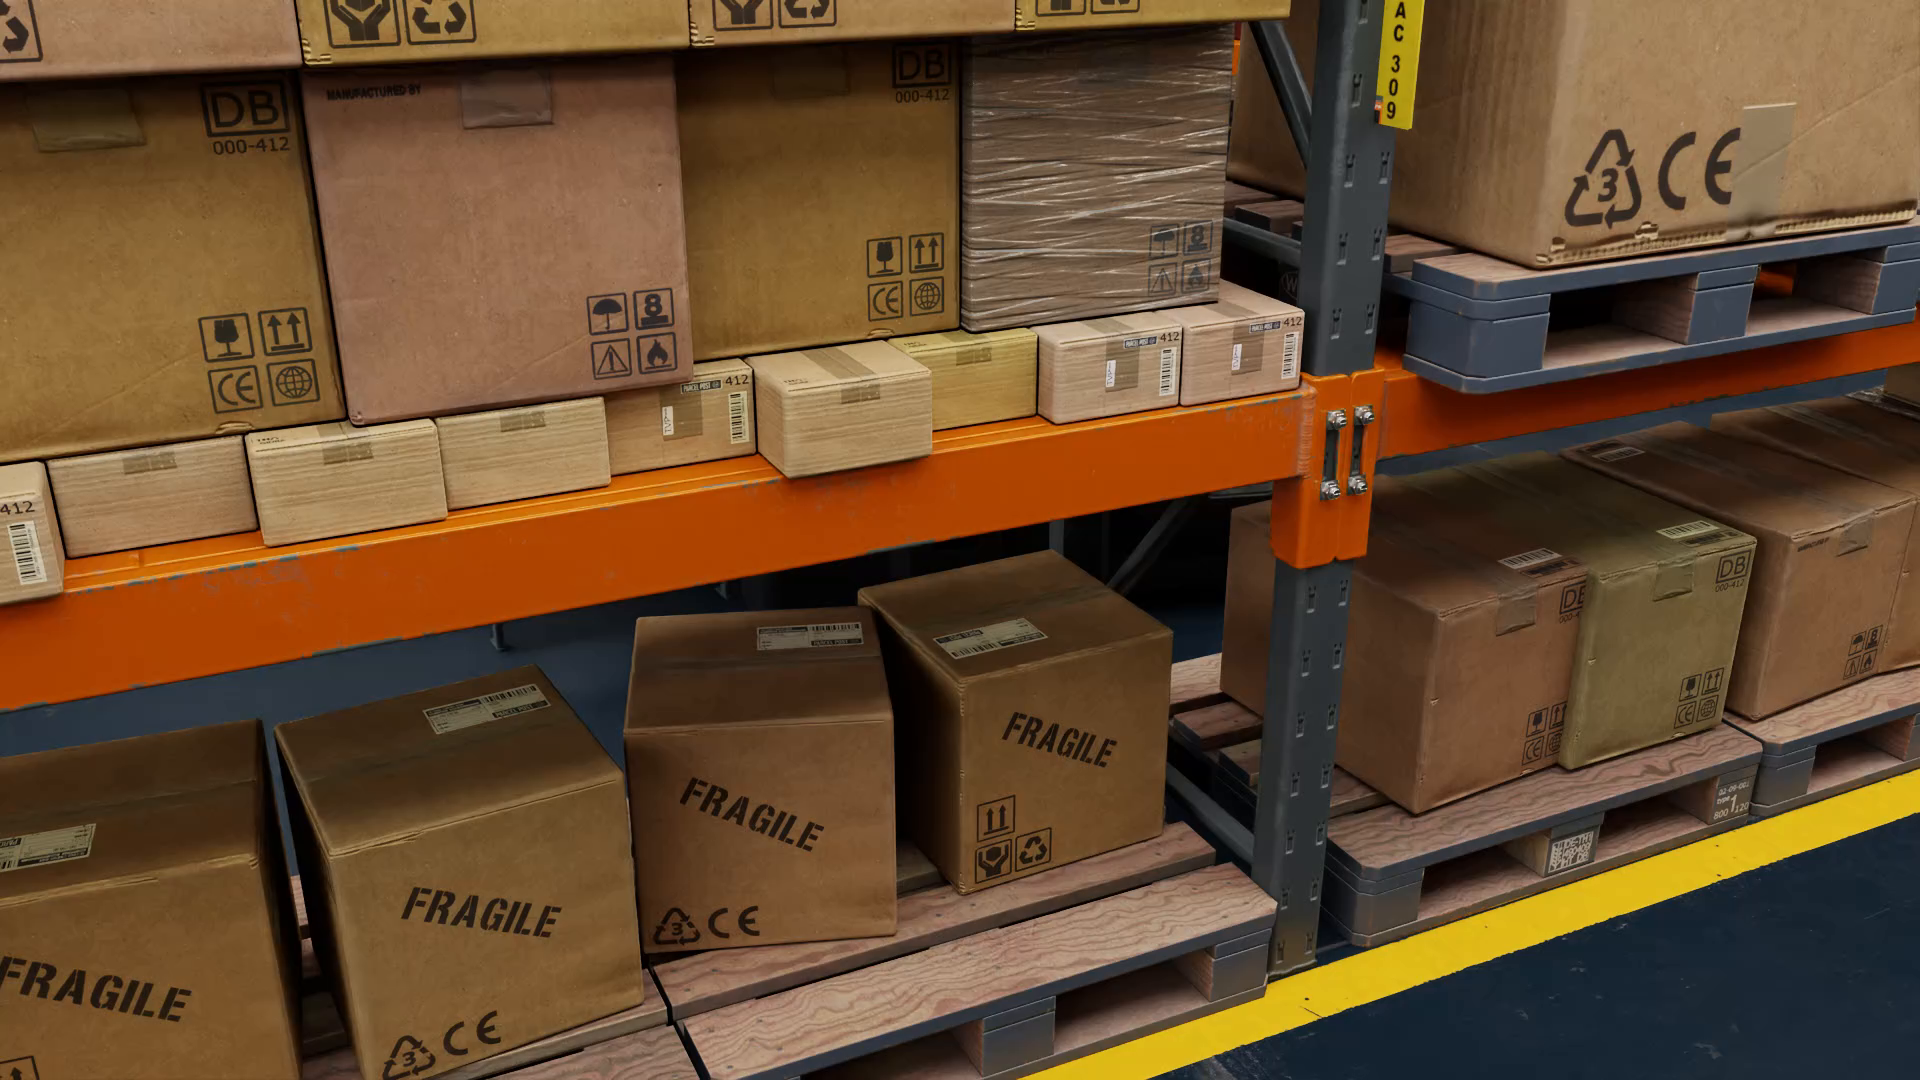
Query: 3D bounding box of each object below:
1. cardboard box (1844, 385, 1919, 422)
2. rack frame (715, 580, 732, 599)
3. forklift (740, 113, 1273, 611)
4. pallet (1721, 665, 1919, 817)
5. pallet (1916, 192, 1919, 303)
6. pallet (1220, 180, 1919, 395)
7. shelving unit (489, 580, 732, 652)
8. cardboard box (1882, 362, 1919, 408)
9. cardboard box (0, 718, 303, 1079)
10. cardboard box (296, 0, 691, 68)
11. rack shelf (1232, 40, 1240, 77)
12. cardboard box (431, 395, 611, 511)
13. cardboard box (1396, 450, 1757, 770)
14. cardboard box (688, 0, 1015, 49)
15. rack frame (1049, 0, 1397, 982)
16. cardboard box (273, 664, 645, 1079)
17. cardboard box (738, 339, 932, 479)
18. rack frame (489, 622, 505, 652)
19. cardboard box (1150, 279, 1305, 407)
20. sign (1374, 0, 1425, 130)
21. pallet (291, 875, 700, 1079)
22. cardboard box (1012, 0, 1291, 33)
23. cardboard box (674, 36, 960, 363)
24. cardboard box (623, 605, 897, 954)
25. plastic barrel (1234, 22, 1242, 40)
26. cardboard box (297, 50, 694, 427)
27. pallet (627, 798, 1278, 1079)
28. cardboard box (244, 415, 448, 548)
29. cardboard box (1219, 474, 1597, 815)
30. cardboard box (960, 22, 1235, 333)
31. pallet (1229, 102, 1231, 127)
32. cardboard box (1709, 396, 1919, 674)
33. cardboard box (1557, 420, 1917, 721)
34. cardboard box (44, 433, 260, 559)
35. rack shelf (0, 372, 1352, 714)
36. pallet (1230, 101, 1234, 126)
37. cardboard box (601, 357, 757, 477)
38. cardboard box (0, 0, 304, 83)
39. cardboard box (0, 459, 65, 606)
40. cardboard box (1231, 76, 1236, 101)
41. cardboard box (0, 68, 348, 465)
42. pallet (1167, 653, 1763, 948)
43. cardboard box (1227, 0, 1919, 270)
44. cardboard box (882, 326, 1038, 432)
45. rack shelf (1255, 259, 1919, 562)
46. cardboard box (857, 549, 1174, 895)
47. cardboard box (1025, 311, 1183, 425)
[{"bbox_3d":[3.002,-0.135,4.846,0.500,0.500,0.700,-13,26,-28],"label":"cardboard box"},{"bbox_3d":[-0.839,-0.572,5.170,0.023,1.500,0.400,-13,26,-28],"label":"rack frame"},{"bbox_3d":[0.751,-1.360,5.203,3.031,2.935,1.130,-4,23,-10],"label":"forklift"},{"bbox_3d":[2.289,0.318,4.706,1.213,0.211,1.003,-10,25,-24],"label":"pallet"},{"bbox_3d":[2.326,-0.870,4.180,1.213,0.211,1.003,-10,25,-24],"label":"pallet"},{"bbox_3d":[1.239,-0.625,3.589,1.213,0.211,1.003,-10,25,-24],"label":"pallet"},{"bbox_3d":[-1.153,-0.500,4.997,0.755,1.500,0.431,-13,26,-28],"label":"shelving unit"},{"bbox_3d":[3.027,-0.482,4.706,0.500,0.250,0.500,-8,24,-18],"label":"cardboard box"},{"bbox_3d":[-1.451,0.681,2.902,0.500,0.500,0.500,-8,24,-19],"label":"cardboard box"},{"bbox_3d":[-0.700,-0.947,2.290,0.500,0.500,0.500,-10,25,-24],"label":"cardboard box"},{"bbox_3d":[0.141,-2.343,8.430,4.000,0.370,1.077,-10,25,-24],"label":"rack shelf"},{"bbox_3d":[-0.727,-0.194,2.625,0.250,0.149,0.380,-10,25,-24],"label":"cardboard box"},{"bbox_3d":[1.488,0.147,4.165,0.500,0.500,0.700,-11,25,-24],"label":"cardboard box"},{"bbox_3d":[-0.249,-1.030,2.489,0.500,0.500,0.500,-10,25,-24],"label":"cardboard box"},{"bbox_3d":[0.487,-0.637,3.367,0.127,3.000,1.000,-10,25,-24],"label":"rack frame"},{"bbox_3d":[-0.929,0.604,3.088,0.500,0.500,0.500,-13,26,-28],"label":"cardboard box"},{"bbox_3d":[-0.237,-0.245,2.749,0.250,0.149,0.380,-10,25,-24],"label":"cardboard box"},{"bbox_3d":[-1.467,-0.428,4.823,0.023,1.500,0.400,-13,26,-28],"label":"rack frame"},{"bbox_3d":[0.421,-0.384,3.084,0.250,0.149,0.380,-10,25,-24],"label":"cardboard box"},{"bbox_3d":[0.730,-0.851,2.753,0.005,0.325,0.100,-10,25,-24],"label":"sign"},{"bbox_3d":[-1.203,0.979,3.110,1.213,0.211,1.003,-10,25,-24],"label":"pallet"},{"bbox_3d":[0.201,-1.113,2.691,0.500,0.500,0.500,-10,25,-24],"label":"cardboard box"},{"bbox_3d":[-0.411,-0.697,2.991,0.500,0.500,0.875,-10,25,-24],"label":"cardboard box"},{"bbox_3d":[-0.403,0.474,3.402,0.500,0.500,0.500,-3,23,-7],"label":"cardboard box"},{"bbox_3d":[1.657,-2.889,8.630,0.708,0.536,0.600,-10,25,-24],"label":"plastic barrel"},{"bbox_3d":[-0.818,-0.579,2.707,0.500,0.500,0.875,-10,25,-24],"label":"cardboard box"},{"bbox_3d":[-0.102,0.775,3.602,1.213,0.211,1.003,-10,25,-24],"label":"pallet"},{"bbox_3d":[-0.937,-0.140,2.496,0.250,0.149,0.380,-10,25,-24],"label":"cardboard box"},{"bbox_3d":[1.050,0.220,3.989,0.500,0.500,0.700,-13,26,-28],"label":"cardboard box"},{"bbox_3d":[0.055,-0.767,3.162,0.500,0.500,0.875,-10,25,-24],"label":"cardboard box"},{"bbox_3d":[1.585,-3.738,14.506,1.213,0.211,1.003,-10,25,-24],"label":"pallet"},{"bbox_3d":[2.494,-0.038,4.613,0.500,0.500,0.700,-8,24,-19],"label":"cardboard box"},{"bbox_3d":[1.992,0.055,4.389,0.500,0.500,0.700,-13,26,-28],"label":"cardboard box"},{"bbox_3d":[-1.195,-0.125,2.459,0.250,0.149,0.380,-10,25,-24],"label":"cardboard box"},{"bbox_3d":[-1.315,0.027,2.703,4.000,0.370,1.077,-10,25,-24],"label":"rack shelf"},{"bbox_3d":[2.686,-3.942,14.998,1.213,0.211,1.003,-10,25,-24],"label":"pallet"},{"bbox_3d":[-0.519,-0.249,2.759,0.250,0.149,0.380,-10,25,-24],"label":"cardboard box"},{"bbox_3d":[-1.152,-0.866,2.092,0.500,0.500,0.500,-10,25,-24],"label":"cardboard box"},{"bbox_3d":[-1.363,-0.038,2.249,0.250,0.149,0.380,-10,25,-24],"label":"cardboard box"},{"bbox_3d":[2.181,-4.084,14.388,0.500,0.500,0.500,-10,25,-23],"label":"cardboard box"},{"bbox_3d":[-1.286,-0.510,2.541,0.500,0.500,0.875,-10,25,-24],"label":"cardboard box"},{"bbox_3d":[1.188,0.522,4.214,1.213,0.211,1.003,-10,25,-24],"label":"pallet"},{"bbox_3d":[1.264,-1.192,3.374,1.000,1.000,1.000,-10,25,-23],"label":"cardboard box"},{"bbox_3d":[-0.060,-0.325,2.942,0.250,0.149,0.380,-10,25,-24],"label":"cardboard box"},{"bbox_3d":[2.289,-0.637,4.306,4.000,0.370,1.077,-10,25,-24],"label":"rack shelf"},{"bbox_3d":[0.110,0.376,3.638,0.500,0.500,0.500,-11,25,-25],"label":"cardboard box"},{"bbox_3d":[0.192,-0.346,2.992,0.250,0.149,0.380,-10,25,-24],"label":"cardboard box"}]
